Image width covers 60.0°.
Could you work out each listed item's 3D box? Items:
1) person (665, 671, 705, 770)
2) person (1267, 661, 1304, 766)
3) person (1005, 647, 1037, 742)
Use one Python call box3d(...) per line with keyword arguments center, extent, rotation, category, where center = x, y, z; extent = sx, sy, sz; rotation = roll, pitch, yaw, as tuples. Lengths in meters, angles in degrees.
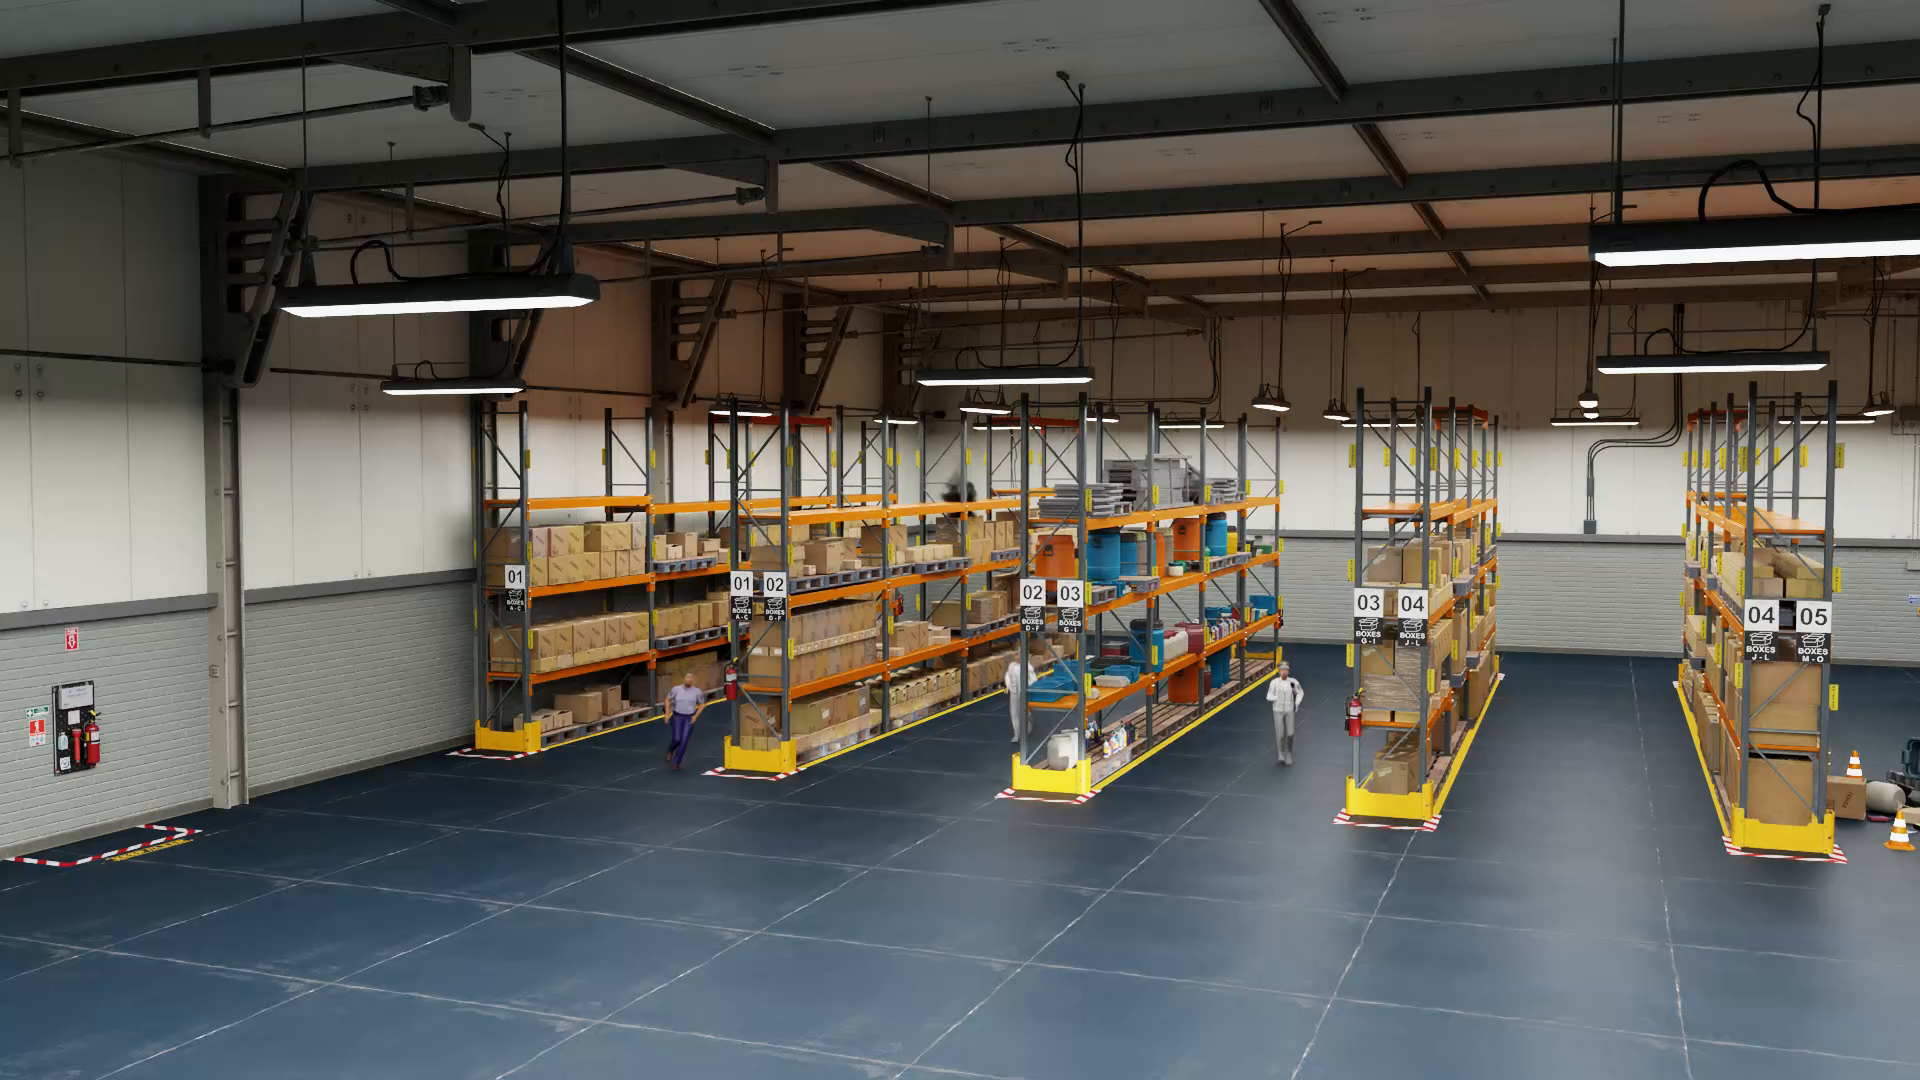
box3d(center=(-4.430, 2.913, 26.796), extent=(0.643, 1.574, 0.509), rotation=(-1, 3, -13), category="person")
box3d(center=(5.320, 2.842, 27.208), extent=(0.594, 1.707, 0.638), rotation=(1, 3, 10), category="person")
box3d(center=(1.065, 2.725, 29.575), extent=(0.635, 1.670, 0.741), rotation=(1, 3, 21), category="person")
